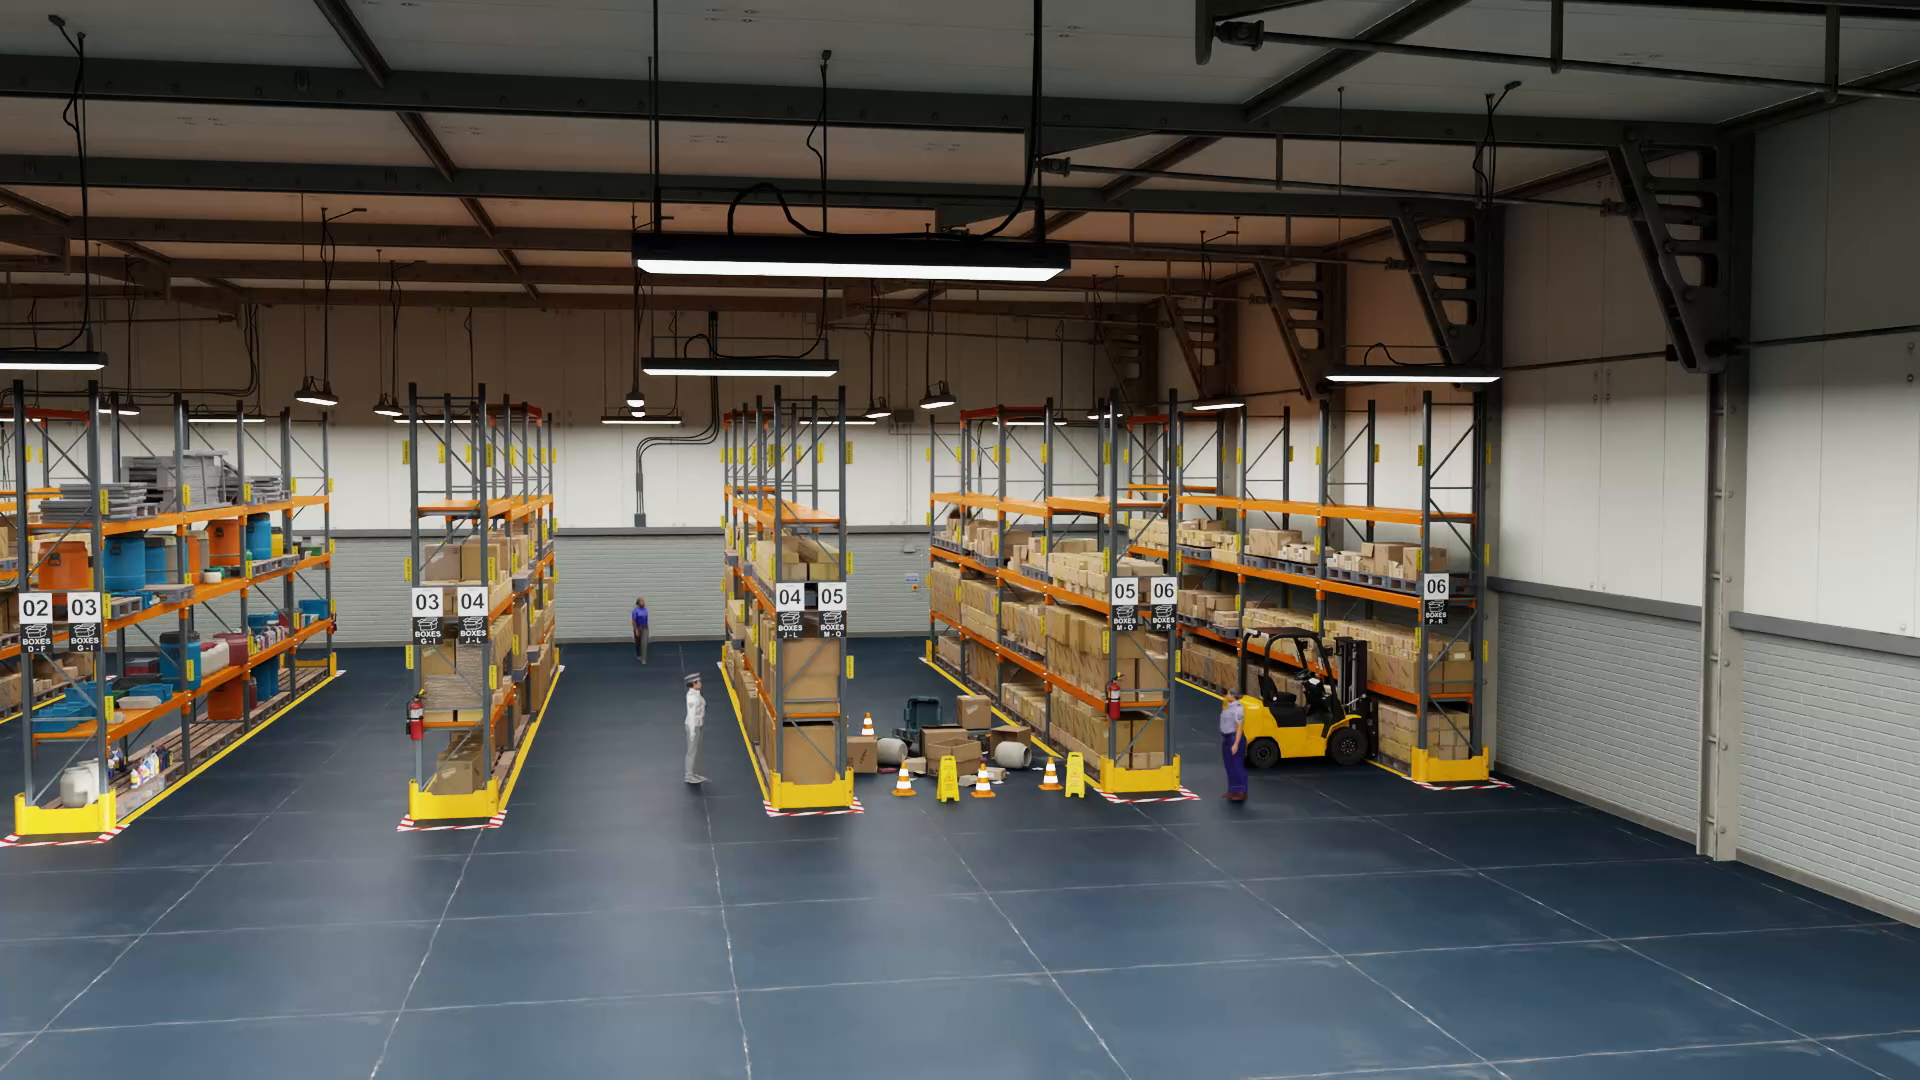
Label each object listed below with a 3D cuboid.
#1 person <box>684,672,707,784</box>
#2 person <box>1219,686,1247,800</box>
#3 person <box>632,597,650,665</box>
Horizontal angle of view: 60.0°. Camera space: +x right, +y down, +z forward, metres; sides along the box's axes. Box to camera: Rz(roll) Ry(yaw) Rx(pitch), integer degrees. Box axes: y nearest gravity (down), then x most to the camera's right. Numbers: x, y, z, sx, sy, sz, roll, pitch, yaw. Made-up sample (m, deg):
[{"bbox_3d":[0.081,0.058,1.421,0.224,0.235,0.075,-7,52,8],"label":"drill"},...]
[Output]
[{"bbox_3d":[-4.055,2.869,25.463,0.327,1.695,0.576,0,3,-2],"label":"person"},{"bbox_3d":[3.986,2.961,24.197,0.384,1.677,0.543,-1,3,-15],"label":"person"},{"bbox_3d":[-7.641,2.178,39.851,0.404,1.610,0.928,0,3,-6],"label":"person"}]
